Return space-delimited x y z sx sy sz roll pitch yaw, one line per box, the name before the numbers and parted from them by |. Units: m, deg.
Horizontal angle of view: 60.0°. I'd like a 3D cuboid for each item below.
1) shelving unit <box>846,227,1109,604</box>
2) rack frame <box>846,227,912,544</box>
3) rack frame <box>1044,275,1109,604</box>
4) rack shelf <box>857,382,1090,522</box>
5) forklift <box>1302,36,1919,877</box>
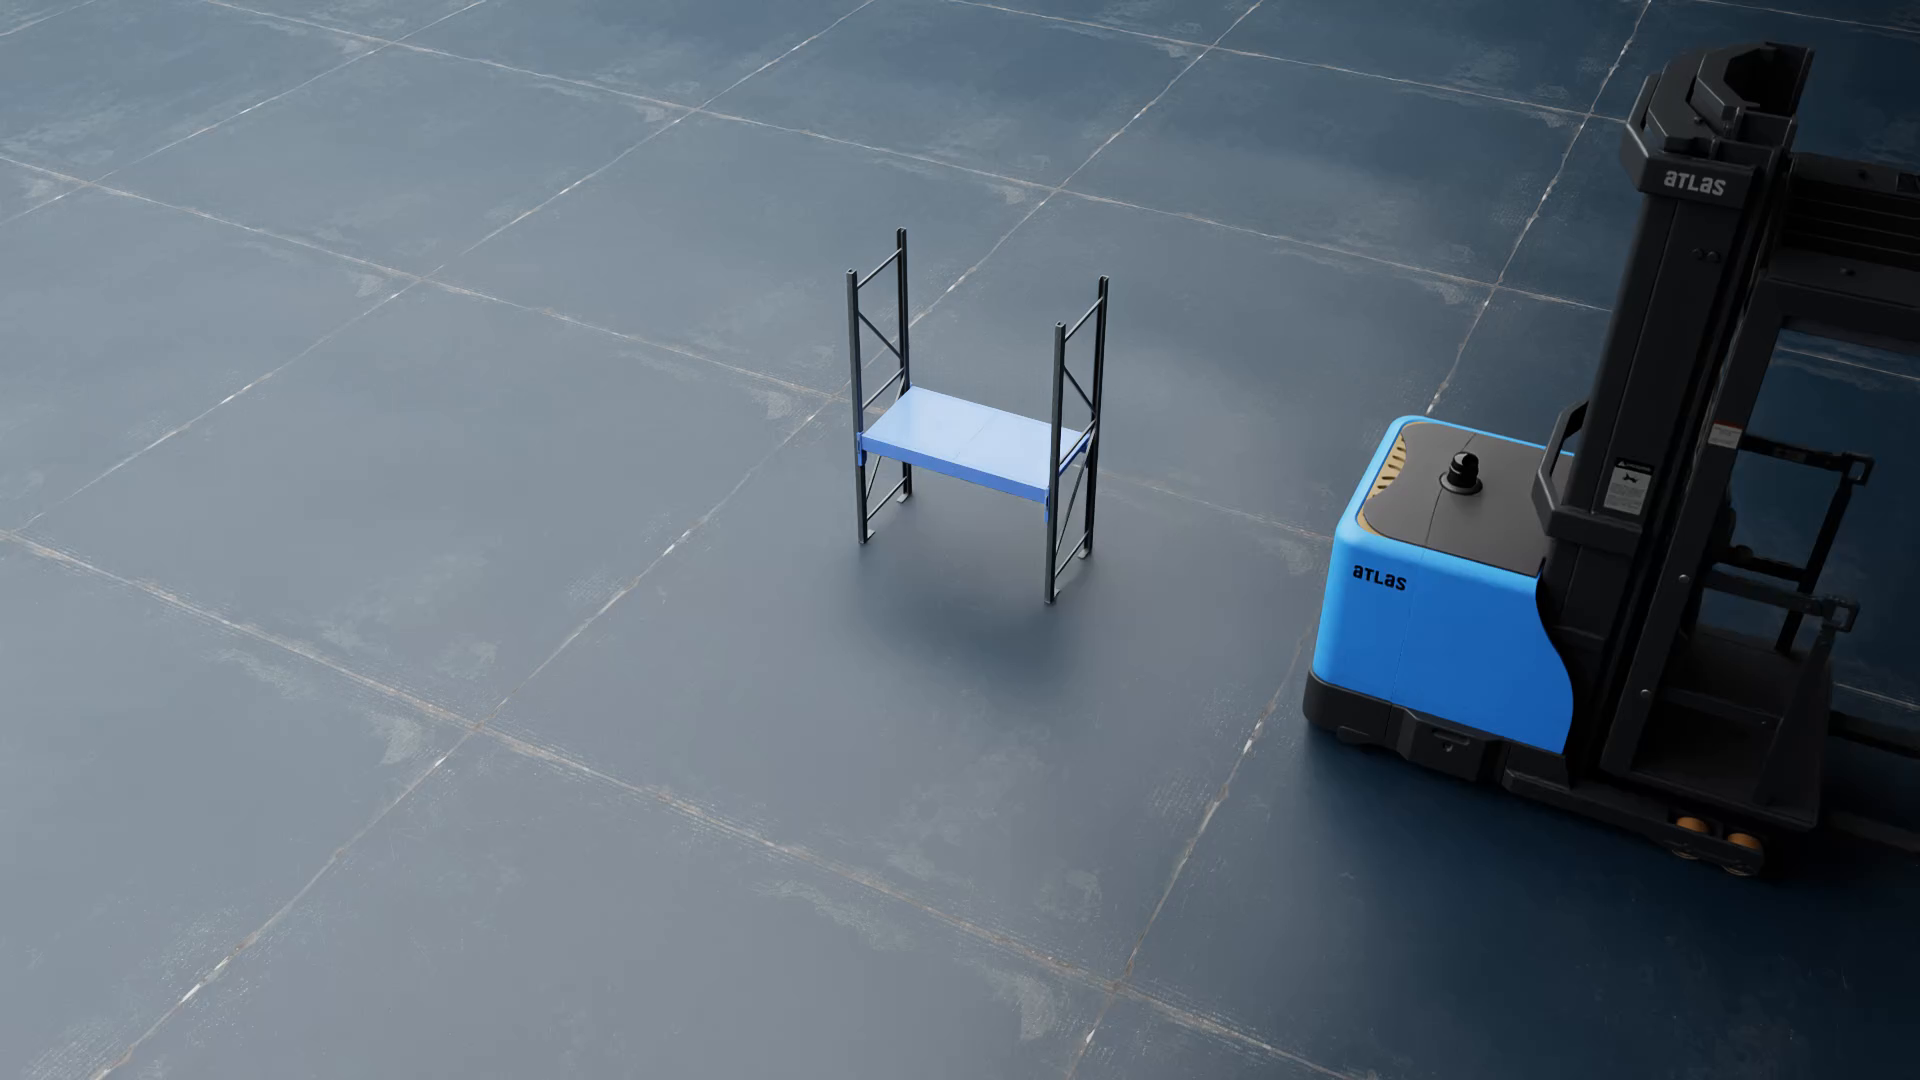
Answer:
shelving unit | 0.076 -0.574 7.785 1.048 1.500 0.538 17 41 21
rack frame | -0.376 -0.715 7.971 0.032 1.500 0.500 17 41 21
rack frame | 0.527 -0.432 7.599 0.032 1.500 0.500 17 41 21
rack shelf | 0.076 -0.430 7.894 1.000 0.185 0.538 17 41 21
forklift | 3.032 -0.219 6.134 3.031 2.935 1.130 17 40 21
